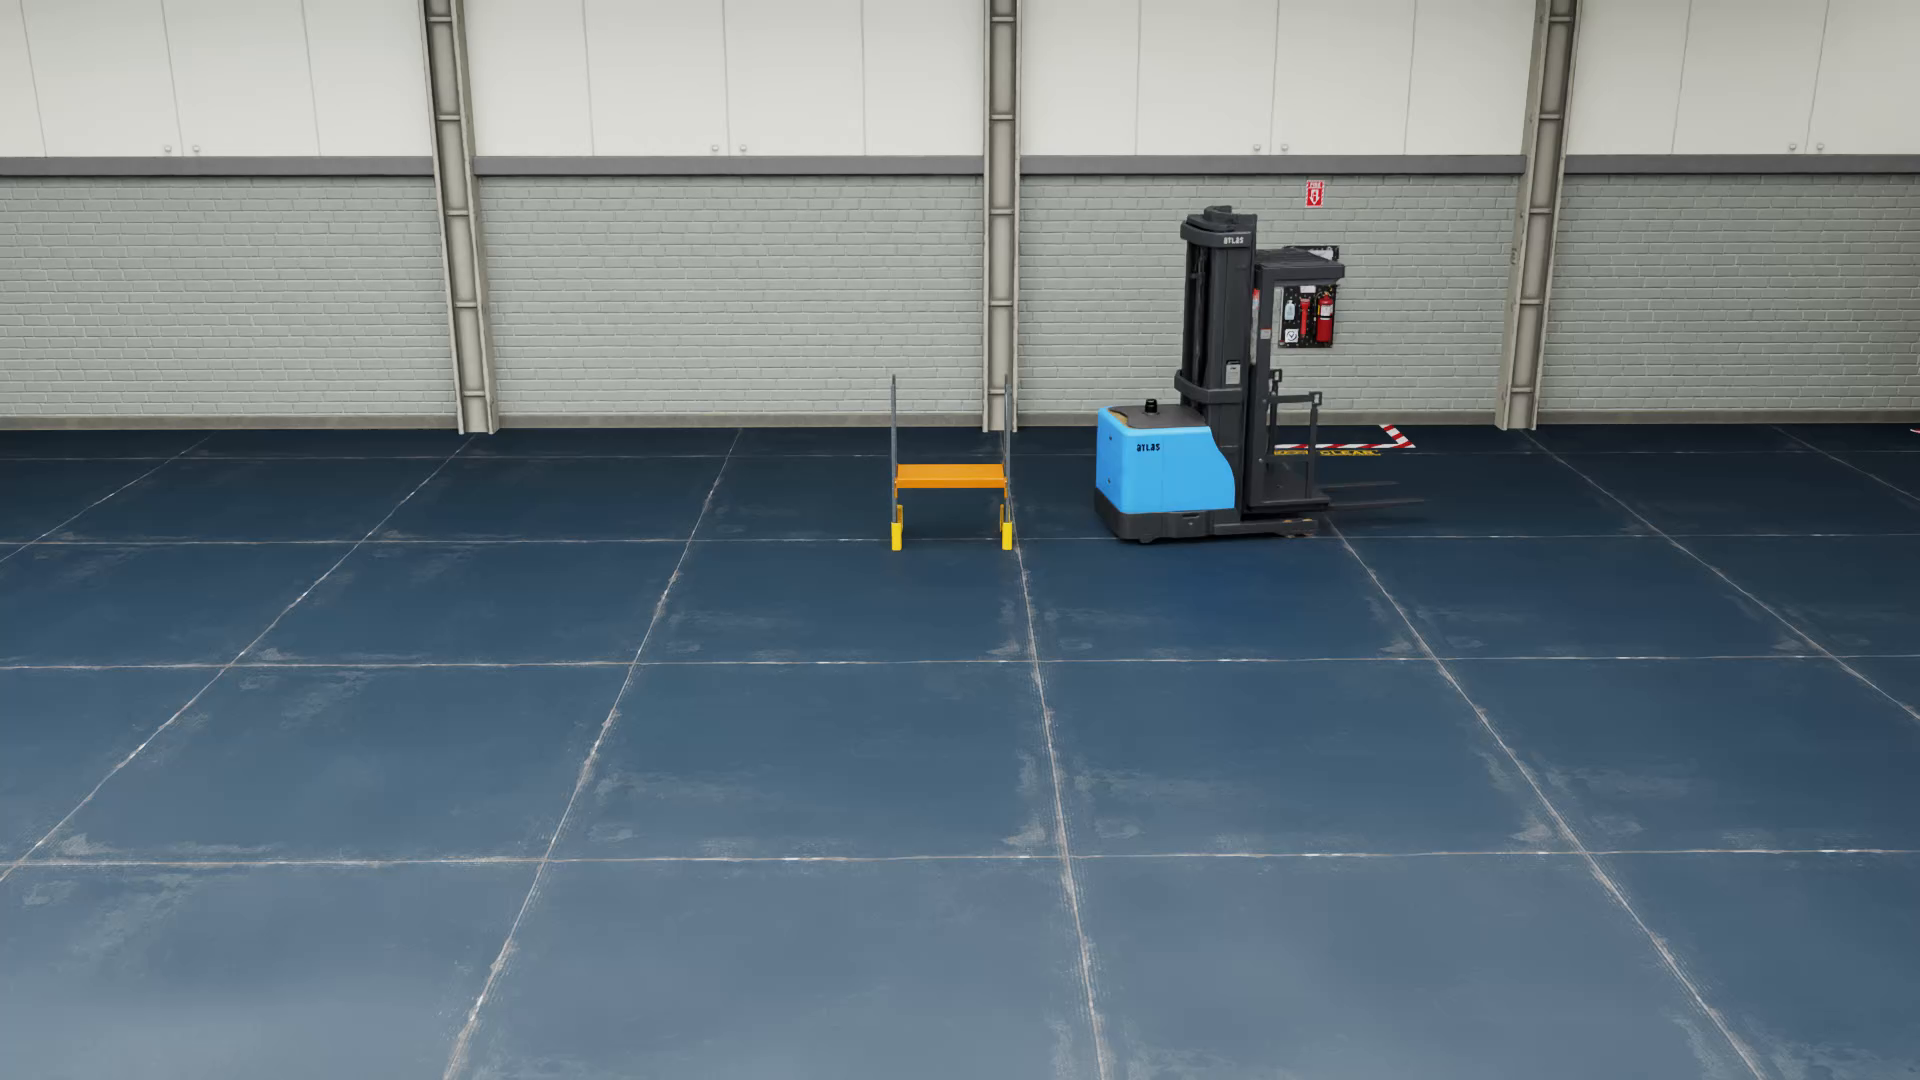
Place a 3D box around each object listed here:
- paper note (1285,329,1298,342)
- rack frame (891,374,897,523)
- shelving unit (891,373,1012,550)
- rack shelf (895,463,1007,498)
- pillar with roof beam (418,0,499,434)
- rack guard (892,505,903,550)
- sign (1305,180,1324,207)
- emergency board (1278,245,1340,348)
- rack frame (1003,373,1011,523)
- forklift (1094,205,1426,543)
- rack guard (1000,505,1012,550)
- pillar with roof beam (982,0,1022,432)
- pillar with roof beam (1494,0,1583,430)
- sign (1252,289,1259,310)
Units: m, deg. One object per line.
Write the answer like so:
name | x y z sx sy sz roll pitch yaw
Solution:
paper note | 3.808 -2.346 19.096 0.142 0.148 0.016 0 18 -1
rack frame | -0.594 -0.711 15.012 0.032 1.500 0.500 0 18 -1
shelving unit | -0.076 -0.714 15.020 1.083 1.500 0.587 0 18 -1
rack shelf | -0.085 -0.542 15.075 1.000 0.185 0.538 0 18 -1
pillar with roof beam | -5.473 -4.230 13.703 0.400 9.000 9.100 0 18 -1
rack guard | -0.574 -0.116 15.203 0.087 0.250 0.587 0 18 -1
sign | 3.977 -3.880 18.639 0.199 0.298 0.001 0 18 -1
emergency board | 3.986 -2.746 18.898 0.643 1.169 0.194 0 18 -1
rack frame | 0.423 -0.716 15.027 0.032 1.500 0.500 0 18 -1
forklift | 2.850 -1.569 15.342 3.031 2.935 1.130 -3 18 -10
rack guard | 0.422 -0.121 15.218 0.087 0.250 0.587 0 18 -1
pillar with roof beam | 0.527 -4.259 13.793 0.400 9.000 9.100 0 18 -1
pillar with roof beam | 6.526 -4.288 13.884 0.400 9.000 9.100 0 18 -1
sign | 3.432 -2.791 18.982 0.234 0.329 0.001 0 18 -1
